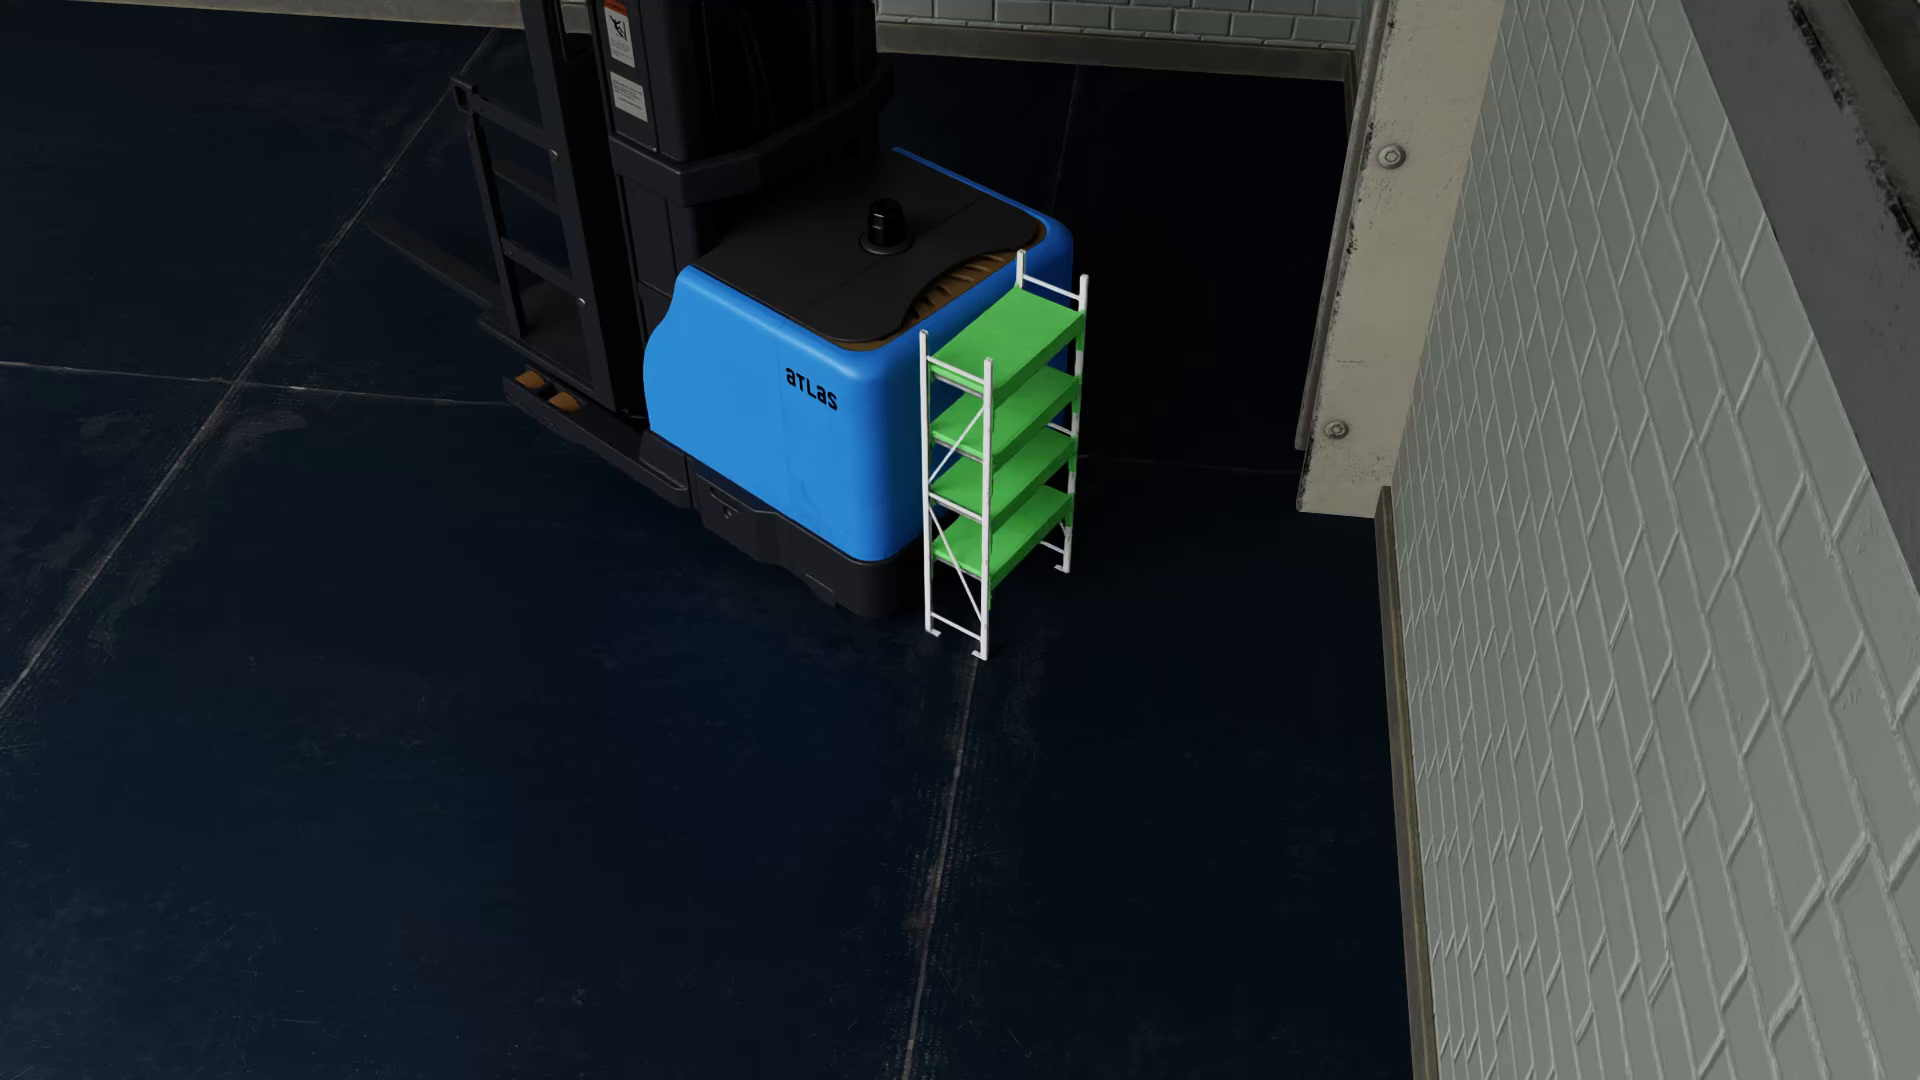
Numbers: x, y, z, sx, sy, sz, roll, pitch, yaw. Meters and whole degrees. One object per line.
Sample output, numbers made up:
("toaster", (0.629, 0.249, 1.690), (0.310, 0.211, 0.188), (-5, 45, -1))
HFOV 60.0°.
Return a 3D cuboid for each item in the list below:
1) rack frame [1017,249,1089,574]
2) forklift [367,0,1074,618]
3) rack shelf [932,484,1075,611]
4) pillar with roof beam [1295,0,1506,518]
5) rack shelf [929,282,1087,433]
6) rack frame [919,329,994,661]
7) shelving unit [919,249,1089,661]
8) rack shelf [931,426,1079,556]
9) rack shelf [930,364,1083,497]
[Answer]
("rack frame", (0.272, -0.372, 5.270), (0.240, 1.200, 0.015), (26, 49, 25))
("forklift", (-1.065, -1.686, 5.399), (3.031, 2.935, 1.130), (31, 51, 29))
("rack shelf", (0.130, -0.015, 5.335), (0.258, 0.148, 0.480), (26, 49, 25))
("pillar with roof beam", (-2.903, -3.882, 3.305), (9.100, 9.000, 0.400), (5, 44, 6))
("rack shelf", (0.130, -0.538, 4.840), (0.258, 0.148, 0.480), (26, 49, 25))
("rack frame", (-0.011, -0.098, 4.981), (0.240, 1.200, 0.015), (26, 49, 25))
("shelving unit", (0.130, -0.235, 5.126), (0.258, 1.200, 0.503), (26, 49, 25))
("rack shelf", (0.130, -0.189, 5.170), (0.258, 0.148, 0.480), (26, 49, 25))
("rack shelf", (0.130, -0.363, 5.005), (0.258, 0.148, 0.480), (26, 49, 25))
